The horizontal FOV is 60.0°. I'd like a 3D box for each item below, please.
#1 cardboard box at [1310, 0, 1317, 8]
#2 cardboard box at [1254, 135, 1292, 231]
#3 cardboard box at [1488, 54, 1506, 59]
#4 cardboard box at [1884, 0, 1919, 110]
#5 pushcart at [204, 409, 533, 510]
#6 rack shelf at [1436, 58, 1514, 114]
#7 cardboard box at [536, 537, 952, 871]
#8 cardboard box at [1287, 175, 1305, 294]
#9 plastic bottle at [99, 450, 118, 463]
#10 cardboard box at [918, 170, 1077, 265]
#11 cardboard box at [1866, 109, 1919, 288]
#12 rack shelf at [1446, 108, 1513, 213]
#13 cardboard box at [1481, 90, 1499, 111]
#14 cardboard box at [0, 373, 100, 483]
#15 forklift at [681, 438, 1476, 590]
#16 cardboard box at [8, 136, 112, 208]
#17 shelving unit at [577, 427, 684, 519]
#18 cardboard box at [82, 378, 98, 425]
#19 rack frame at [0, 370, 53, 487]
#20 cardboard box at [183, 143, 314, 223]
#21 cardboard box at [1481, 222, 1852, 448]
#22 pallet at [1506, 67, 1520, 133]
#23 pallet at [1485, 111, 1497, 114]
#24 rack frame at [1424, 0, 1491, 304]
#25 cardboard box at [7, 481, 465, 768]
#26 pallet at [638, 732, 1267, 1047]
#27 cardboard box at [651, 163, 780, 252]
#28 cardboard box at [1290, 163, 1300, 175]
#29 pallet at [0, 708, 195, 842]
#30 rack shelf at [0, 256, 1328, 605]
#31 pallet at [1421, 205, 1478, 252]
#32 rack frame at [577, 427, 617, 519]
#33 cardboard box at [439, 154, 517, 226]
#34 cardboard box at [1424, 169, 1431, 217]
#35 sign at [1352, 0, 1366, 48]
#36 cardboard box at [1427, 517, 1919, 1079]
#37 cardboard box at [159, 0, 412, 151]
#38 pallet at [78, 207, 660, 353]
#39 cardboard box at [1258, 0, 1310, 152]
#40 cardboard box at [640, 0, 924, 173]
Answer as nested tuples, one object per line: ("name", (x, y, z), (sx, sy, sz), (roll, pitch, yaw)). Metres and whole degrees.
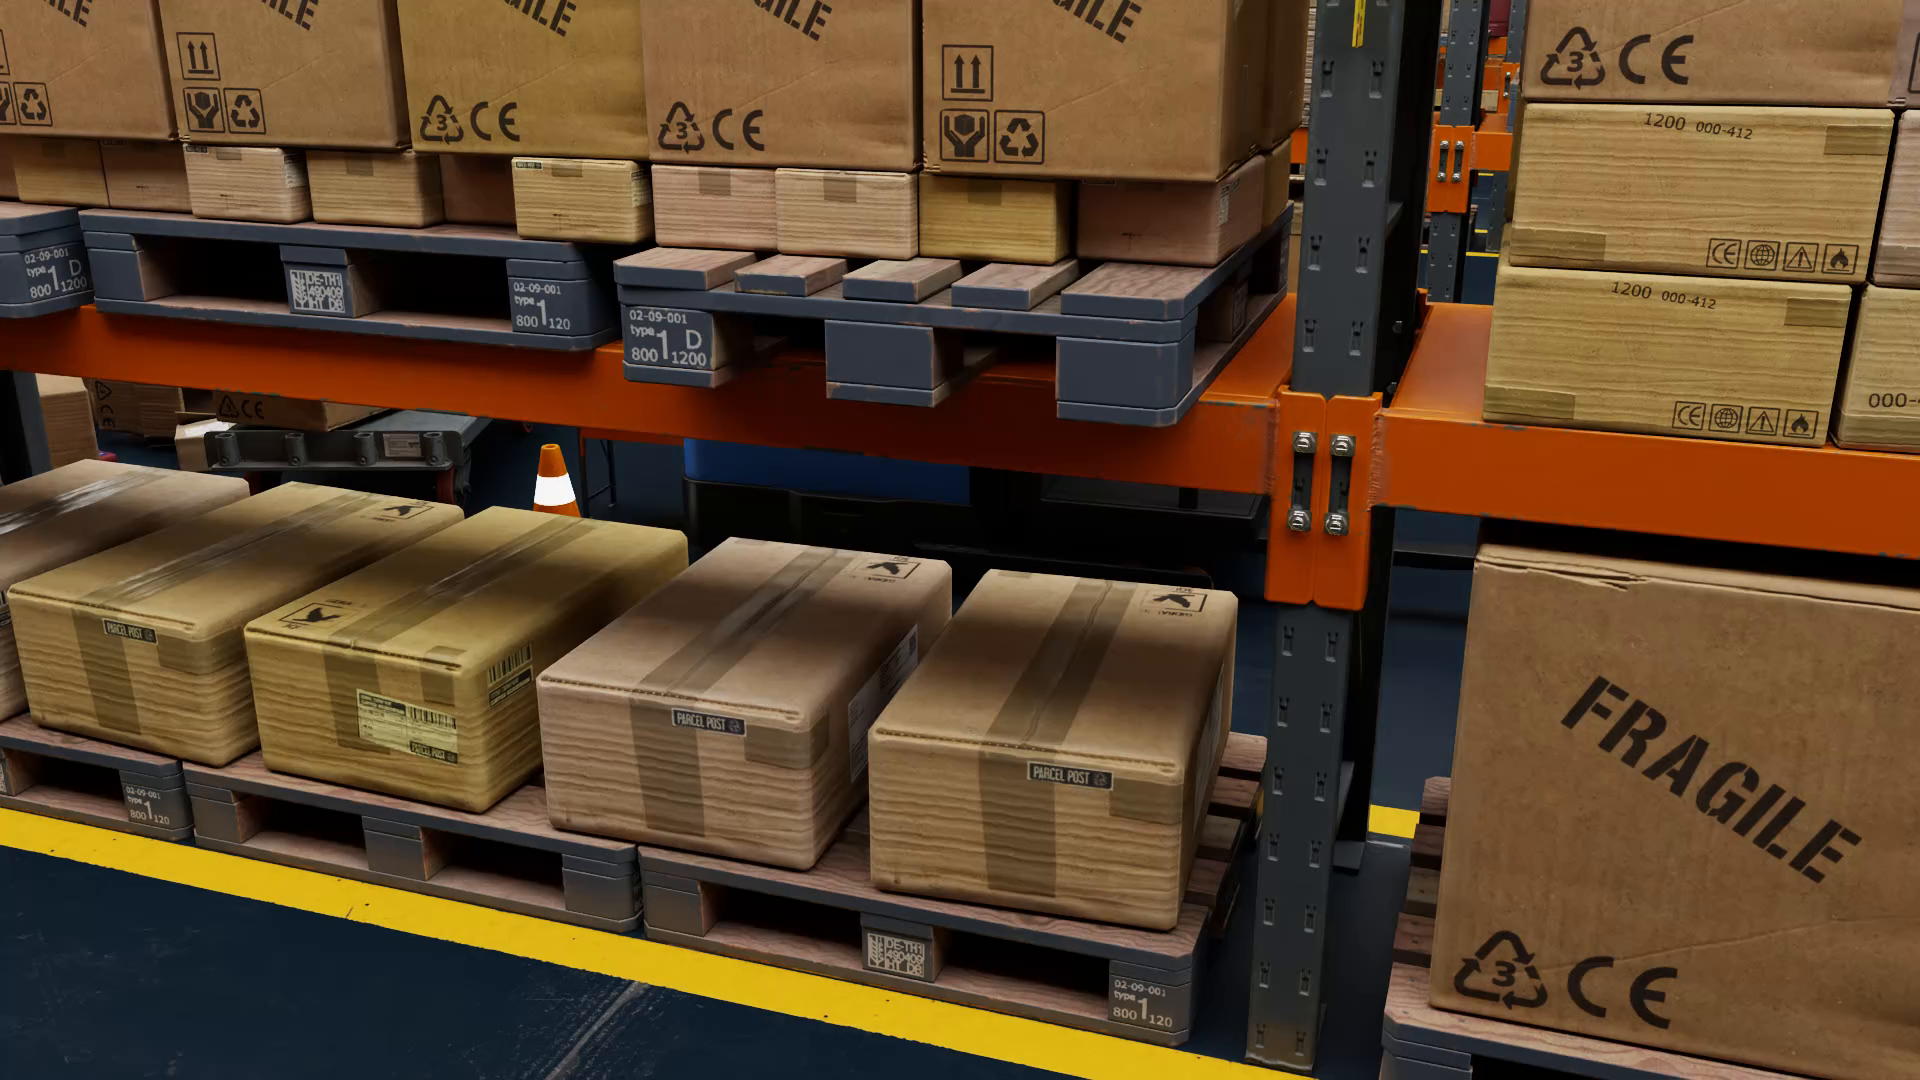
("cardboard box", (1.879, -2.681, 7.540), (0.500, 0.500, 0.700), (6, 20, 18))
("cardboard box", (0.525, -0.733, 3.366), (0.250, 0.149, 0.380), (5, 20, 15))
("cardboard box", (8.202, -7.351, 25.737), (0.500, 0.500, 0.700), (7, 20, 19))
("cardboard box", (1.628, -0.900, 2.430), (0.500, 0.500, 0.500), (7, 20, 18))
("pushcart", (-2.307, -0.469, 6.847), (0.936, 0.377, 1.648), (0, 19, -1))
("rack shelf", (2.134, -3.518, 12.704), (4.000, 0.370, 1.077), (7, 20, 18))
("cardboard box", (-0.459, 0.341, 3.896), (0.625, 0.372, 0.950), (6, 20, 17))
("cardboard box", (1.754, -1.340, 8.144), (0.750, 0.750, 1.050), (6, 20, 17))
("plastic bottle", (-3.611, -0.327, 6.923), (0.283, 0.061, 0.133), (10, 22, 27))
("cardboard box", (0.107, -0.609, 3.009), (0.250, 0.149, 0.380), (7, 20, 19))
("cardboard box", (1.656, -0.538, 2.531), (0.500, 0.250, 0.500), (7, 20, 19))
("rack shelf", (4.189, -1.555, 7.072), (4.000, 0.370, 1.077), (7, 20, 18))
("cardboard box", (6.700, -5.602, 21.130), (0.500, 0.250, 0.500), (7, 20, 19))
("cardboard box", (-3.573, -0.352, 6.323), (0.500, 0.500, 0.500), (-11, 22, -29))
("forklift", (0.605, -1.327, 5.431), (3.031, 2.935, 1.130), (5, 20, 15))
("cardboard box", (-1.834, -0.837, 3.663), (0.250, 0.149, 0.380), (7, 20, 19))
("shelving unit", (-1.142, -0.646, 6.107), (0.503, 1.200, 0.258), (6, 20, 16))
("cardboard box", (-4.296, -0.843, 7.731), (0.637, 0.503, 0.797), (-7, 20, -20))
("rack frame", (-3.008, -0.992, 4.366), (0.127, 3.000, 1.000), (7, 20, 18))
("cardboard box", (-1.367, -0.765, 3.457), (0.250, 0.149, 0.380), (7, 21, 20))
("cardboard box", (1.150, -0.358, 2.775), (0.500, 0.250, 0.500), (6, 20, 17))
("pallet", (3.008, -1.976, 7.479), (1.003, 0.211, 1.213), (7, 20, 18))
("pallet", (6.512, -5.506, 21.550), (1.213, 0.211, 1.003), (7, 20, 18))
("rack frame", (2.300, -2.110, 7.573), (0.127, 3.000, 1.000), (7, 20, 18))
("cardboard box", (-1.831, 0.183, 4.350), (0.625, 0.372, 0.950), (8, 21, 21))
("pallet", (0.033, 0.671, 3.829), (1.213, 0.211, 1.003), (7, 20, 18))
("cardboard box", (-0.381, -0.652, 3.132), (0.250, 0.149, 0.380), (6, 20, 15))
("cardboard box", (2.317, -2.850, 12.825), (0.500, 0.500, 0.700), (8, 21, 23))
("pallet", (-2.272, 0.408, 4.585), (1.213, 0.211, 1.003), (7, 20, 18))
("rack shelf", (-1.119, -0.437, 3.865), (4.000, 0.370, 1.077), (7, 20, 18))
("pallet", (3.285, -2.410, 12.669), (1.213, 0.211, 1.003), (7, 20, 18))
("rack frame", (-1.376, -0.669, 6.173), (0.015, 1.200, 0.240), (6, 20, 16))
("cardboard box", (-0.842, -0.743, 3.396), (0.250, 0.149, 0.380), (7, 20, 18))
("cardboard box", (3.383, -2.735, 12.495), (0.500, 0.500, 0.700), (5, 20, 15))
("sign", (0.601, -0.900, 2.462), (0.005, 0.325, 0.100), (7, 20, 18))
("cardboard box", (1.396, 0.345, 3.119), (0.875, 0.875, 0.875), (6, 20, 18))
("cardboard box", (-1.234, -1.075, 3.361), (0.500, 0.500, 0.500), (6, 20, 16))
("pallet", (-1.113, -0.671, 3.735), (1.213, 0.211, 1.003), (7, 20, 18))
("cardboard box", (0.422, -1.067, 3.338), (0.500, 0.500, 0.500), (6, 20, 17))
("cardboard box", (-0.242, -0.961, 3.036), (0.500, 0.500, 0.500), (6, 20, 17))
